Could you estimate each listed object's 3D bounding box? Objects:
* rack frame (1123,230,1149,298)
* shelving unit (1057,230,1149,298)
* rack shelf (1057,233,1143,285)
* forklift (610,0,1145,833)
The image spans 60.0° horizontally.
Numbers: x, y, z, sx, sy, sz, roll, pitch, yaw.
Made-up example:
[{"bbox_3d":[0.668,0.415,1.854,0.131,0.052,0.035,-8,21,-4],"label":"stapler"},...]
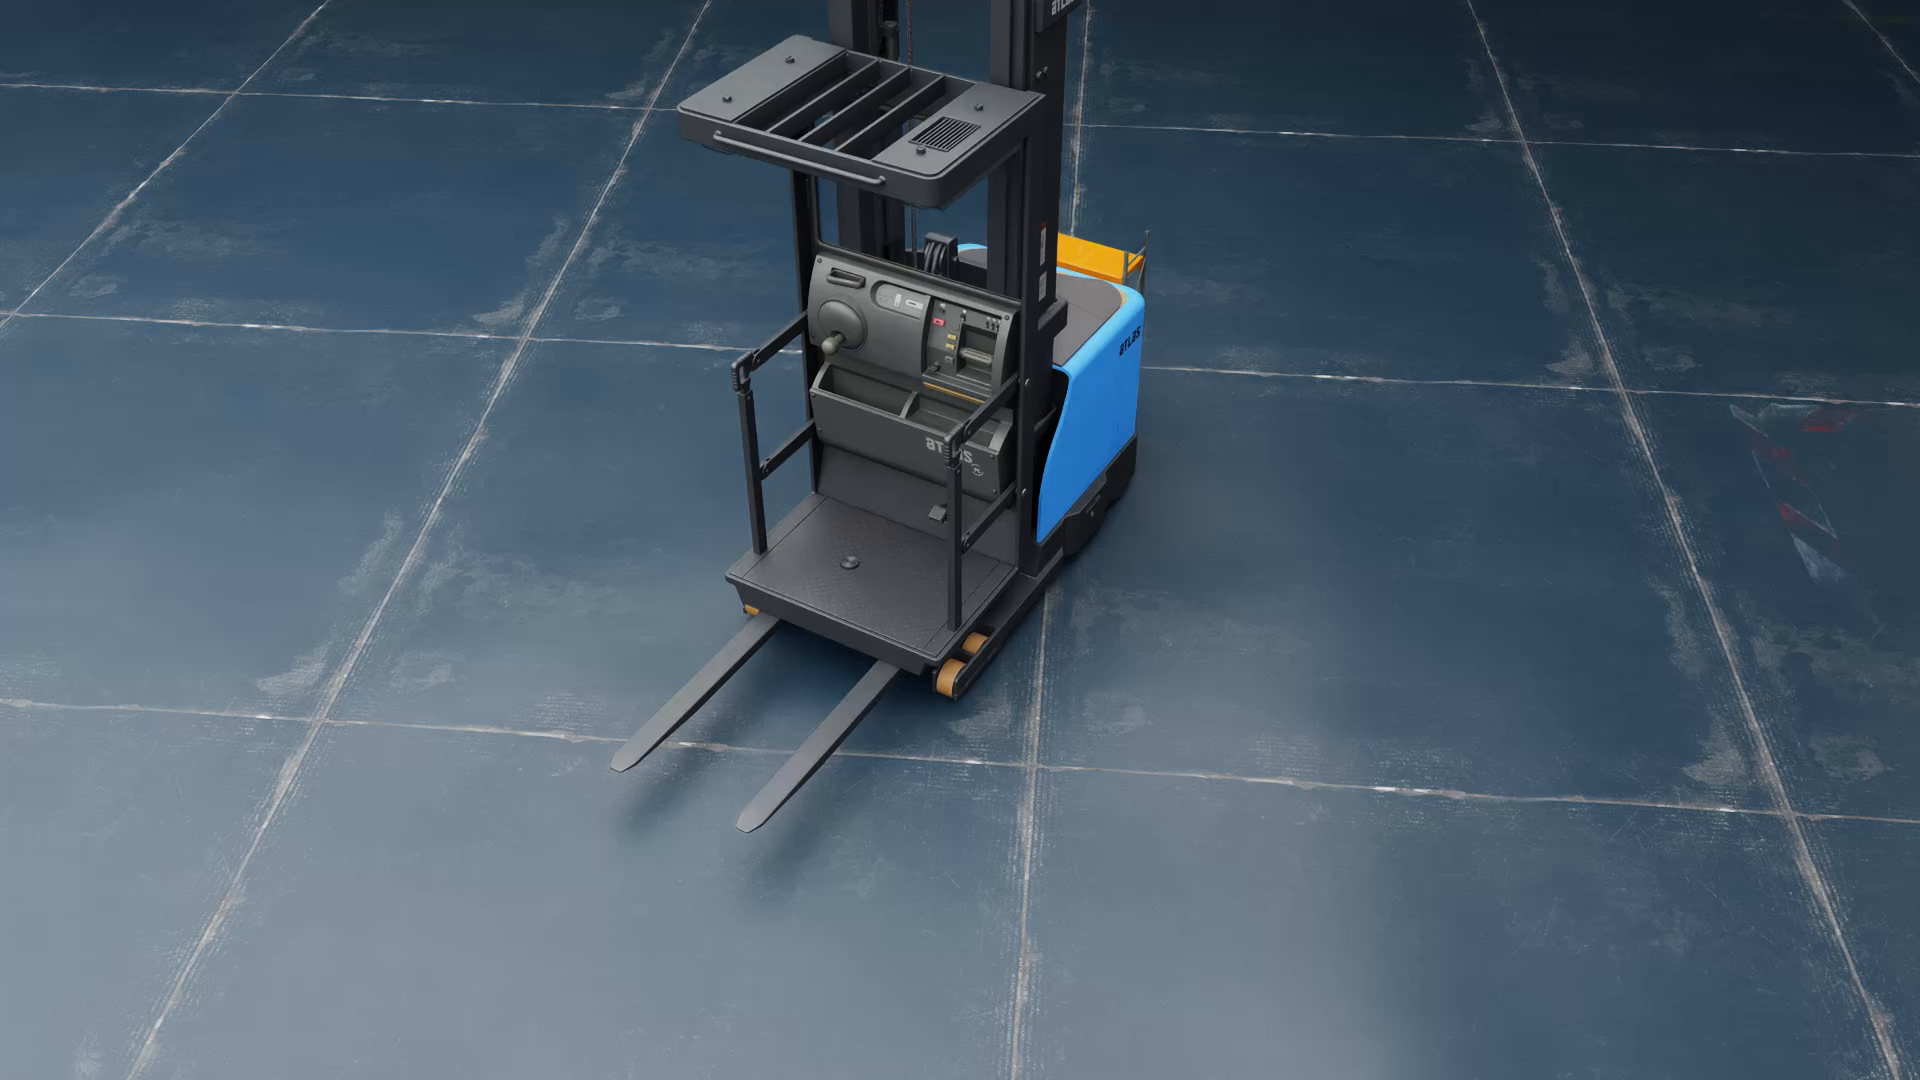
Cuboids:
[{"bbox_3d":[0.822,-0.922,8.103,0.015,1.200,0.240,20,43,23],"label":"rack frame"},{"bbox_3d":[0.612,-1.000,8.199,0.503,1.200,0.258,20,43,23],"label":"shelving unit"},{"bbox_3d":[0.612,-1.305,7.951,0.480,0.148,0.258,20,43,23],"label":"rack shelf"},{"bbox_3d":[-0.315,-0.798,6.579,1.130,2.935,3.031,20,43,23],"label":"forklift"}]
